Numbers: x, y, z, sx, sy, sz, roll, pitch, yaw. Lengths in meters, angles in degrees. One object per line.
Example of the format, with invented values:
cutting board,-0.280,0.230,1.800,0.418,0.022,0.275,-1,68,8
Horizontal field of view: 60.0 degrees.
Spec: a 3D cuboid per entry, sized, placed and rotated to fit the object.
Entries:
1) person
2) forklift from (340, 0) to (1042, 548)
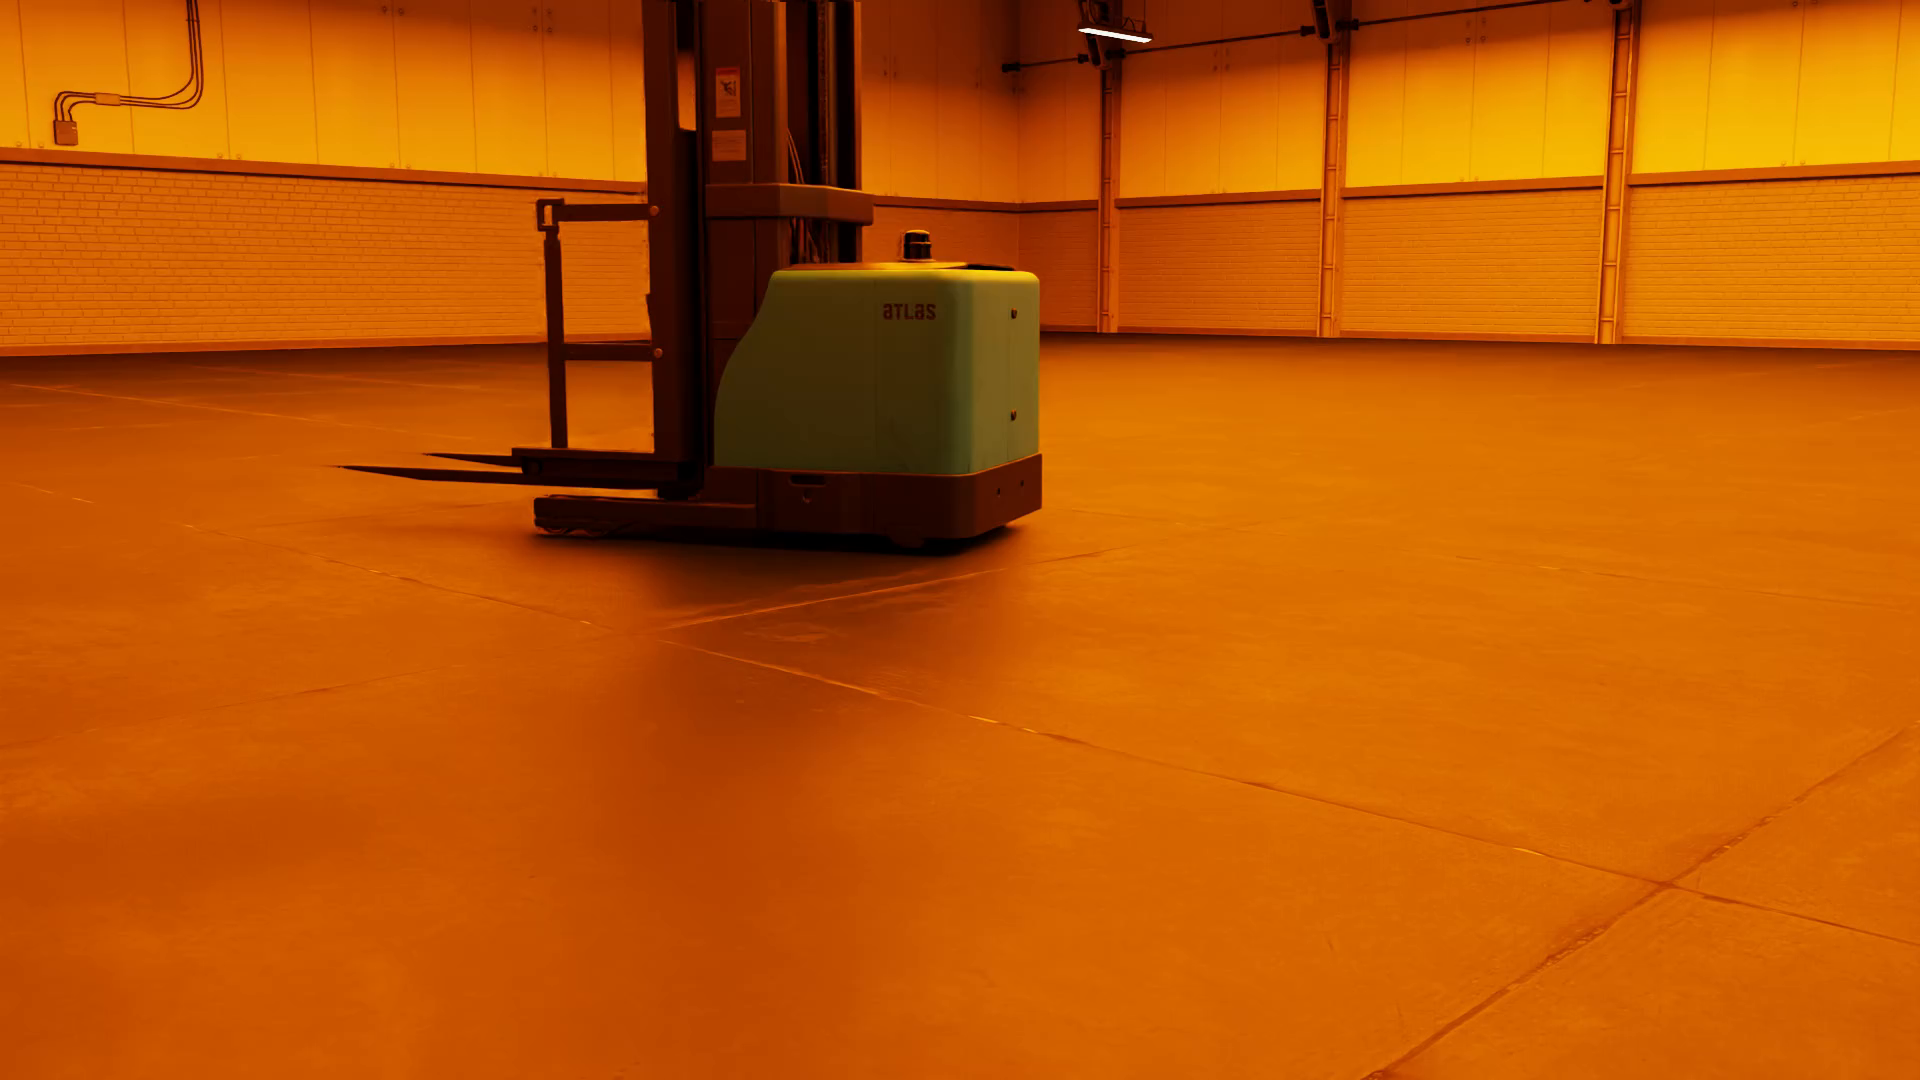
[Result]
person,-0.922,-0.891,7.301,0.760,1.463,0.980,-4,9,-23
forklift,-1.223,-1.527,7.017,3.031,2.935,1.130,3,9,20
